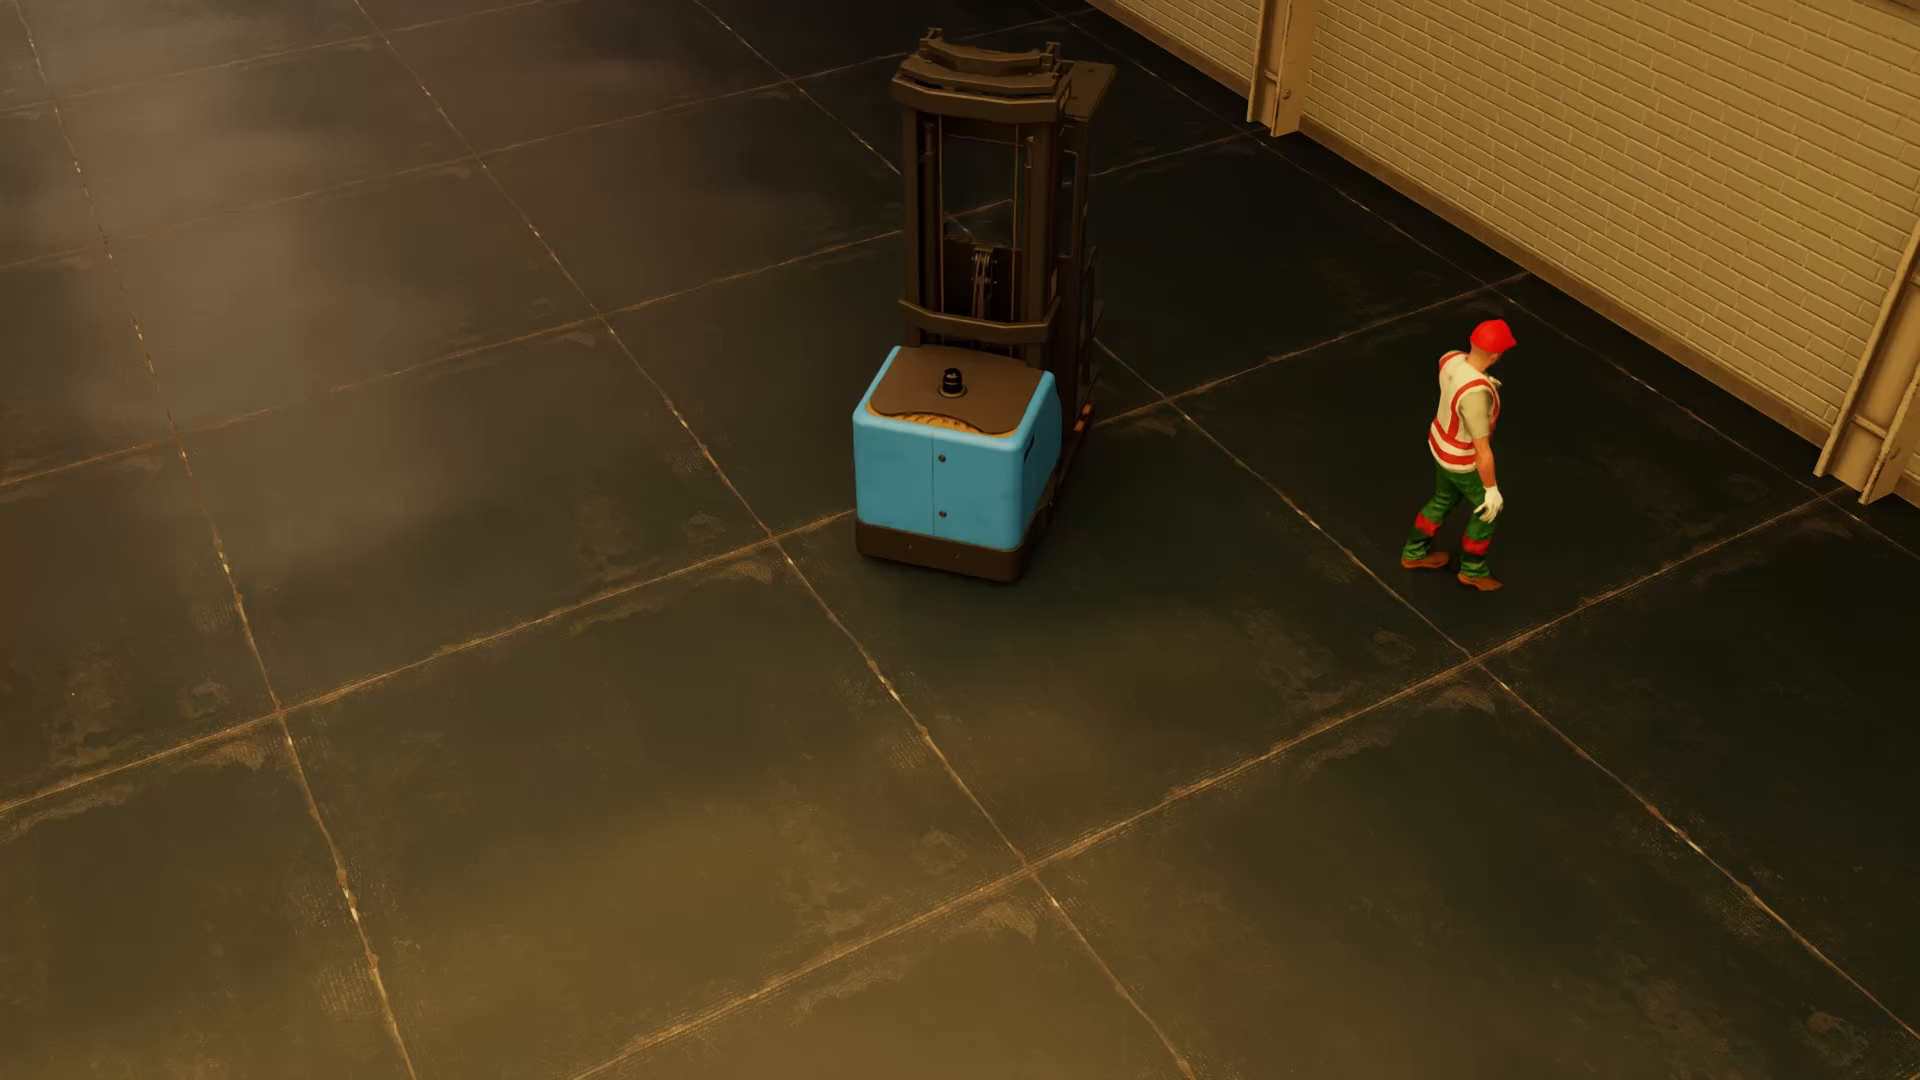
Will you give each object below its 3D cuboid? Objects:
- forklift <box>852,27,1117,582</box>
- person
[{"bbox_3d":[0.283,-1.827,10.239,1.130,2.935,3.031,11,41,13],"label":"forklift"},{"bbox_3d":[2.979,-0.473,9.561,0.583,1.807,1.008,-2,40,-2],"label":"person"}]
